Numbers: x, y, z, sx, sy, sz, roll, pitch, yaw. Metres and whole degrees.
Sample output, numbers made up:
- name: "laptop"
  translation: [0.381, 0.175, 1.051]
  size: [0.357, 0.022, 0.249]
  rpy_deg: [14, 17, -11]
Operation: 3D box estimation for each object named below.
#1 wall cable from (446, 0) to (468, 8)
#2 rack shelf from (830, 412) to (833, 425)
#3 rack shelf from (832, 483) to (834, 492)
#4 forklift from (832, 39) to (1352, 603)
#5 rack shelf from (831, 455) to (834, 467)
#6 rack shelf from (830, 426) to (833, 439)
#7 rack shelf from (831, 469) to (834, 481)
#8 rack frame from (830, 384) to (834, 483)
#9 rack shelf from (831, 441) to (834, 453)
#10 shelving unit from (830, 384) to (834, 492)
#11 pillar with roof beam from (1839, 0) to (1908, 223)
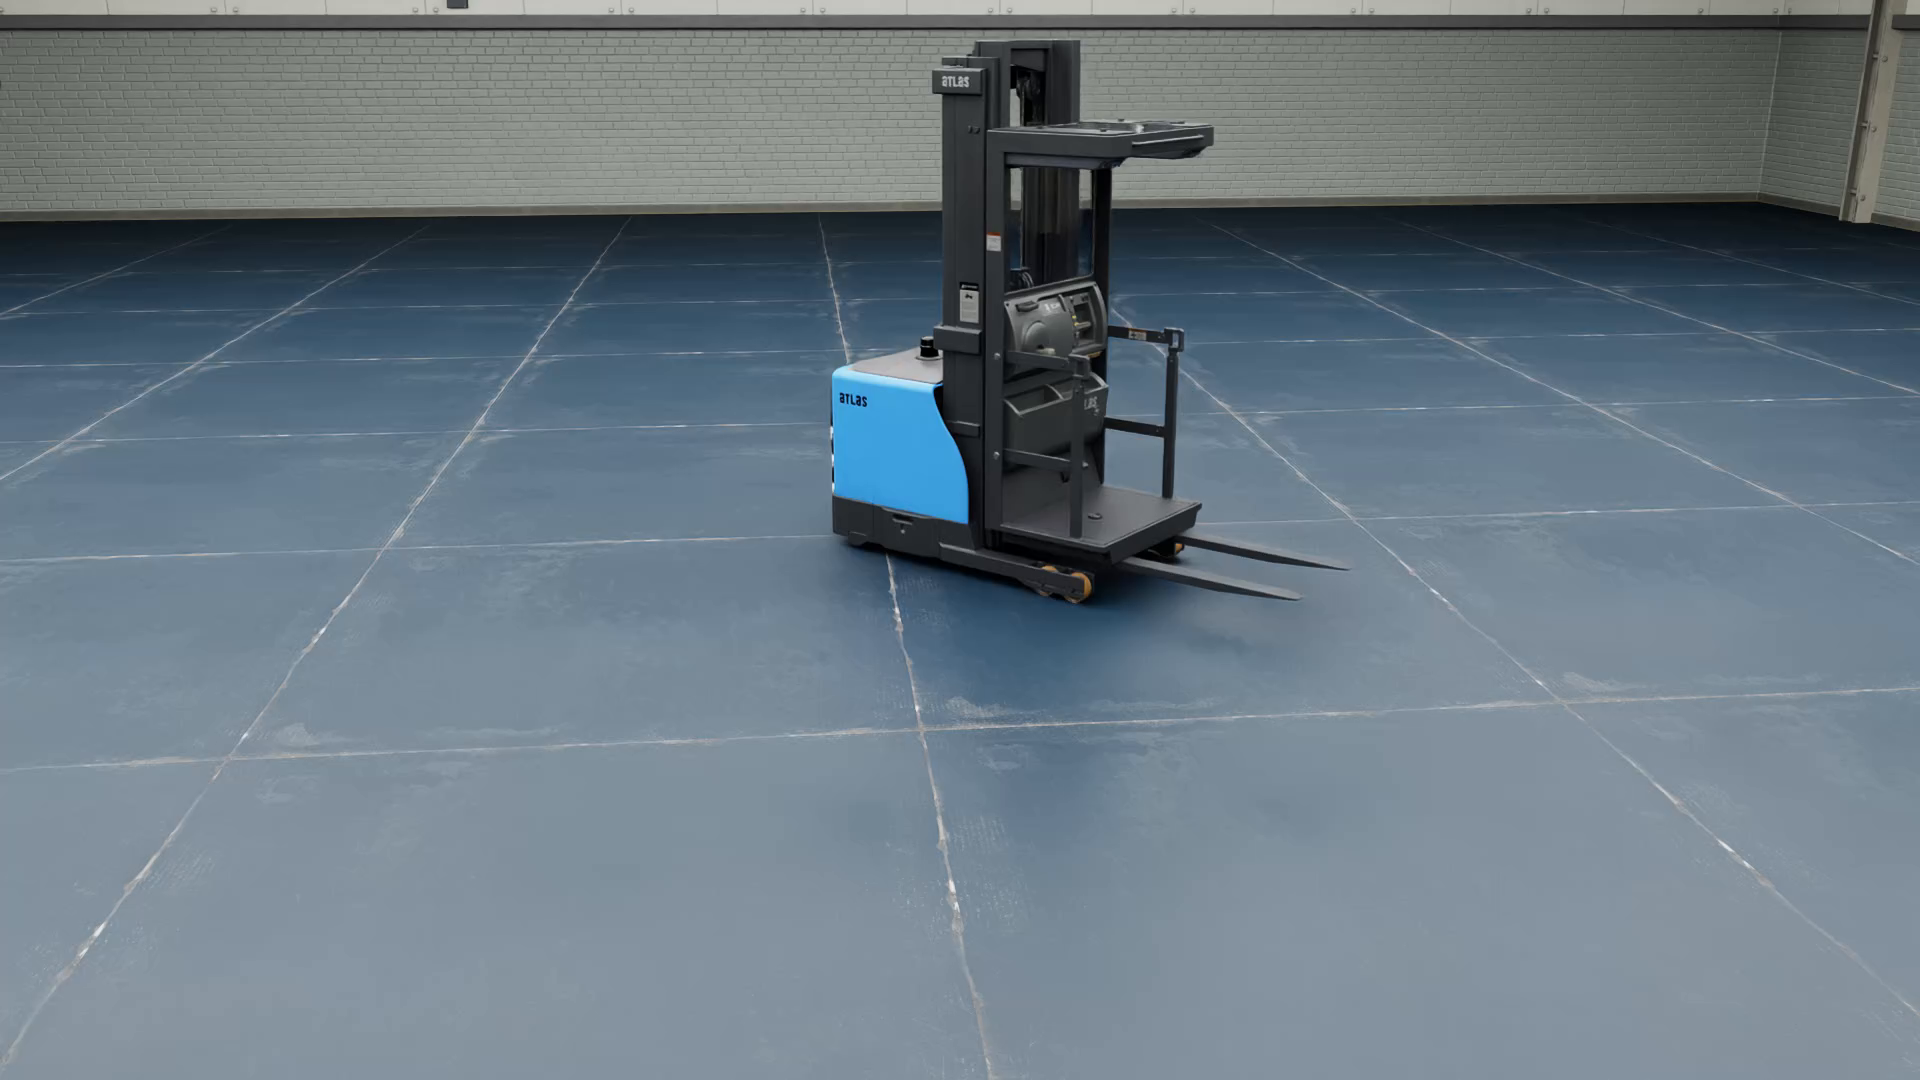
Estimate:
- name: "wall cable"
  translation: [-6.807, -11.159, 25.021]
  size: [2.305, 6.003, 0.169]
  rpy_deg: [-2, 18, -6]
- name: "rack shelf"
  translation: [-0.646, -0.761, 10.309]
  size: [0.200, 0.077, 0.258]
  rpy_deg: [13, 21, 35]
- name: "rack shelf"
  translation: [-0.646, -0.332, 10.443]
  size: [0.200, 0.077, 0.258]
  rpy_deg: [13, 21, 35]
- name: "forklift"
  translation: [0.710, -1.234, 9.214]
  size: [3.031, 2.935, 1.130]
  rpy_deg: [13, 21, 35]
- name: "rack shelf"
  translation: [-0.646, -0.503, 10.390]
  size: [0.200, 0.077, 0.258]
  rpy_deg: [13, 21, 35]
- name: "rack shelf"
  translation: [-0.646, -0.675, 10.336]
  size: [0.200, 0.077, 0.258]
  rpy_deg: [13, 21, 35]
- name: "rack shelf"
  translation: [-0.646, -0.418, 10.417]
  size: [0.200, 0.077, 0.258]
  rpy_deg: [13, 21, 35]
- name: "rack frame"
  translation: [-0.727, -0.554, 10.438]
  size: [0.006, 0.900, 0.240]
  rpy_deg: [13, 21, 35]
- name: "rack shelf"
  translation: [-0.646, -0.589, 10.363]
  size: [0.200, 0.077, 0.258]
  rpy_deg: [13, 21, 35]
- name: "shelving unit"
  translation: [-0.646, -0.535, 10.380]
  size: [0.210, 0.900, 0.258]
  rpy_deg: [13, 21, 35]
- name: "pillar with roof beam"
  translation: [9.787, -9.170, 24.361]
  size: [9.100, 9.000, 0.400]
  rpy_deg: [-2, 18, -6]
